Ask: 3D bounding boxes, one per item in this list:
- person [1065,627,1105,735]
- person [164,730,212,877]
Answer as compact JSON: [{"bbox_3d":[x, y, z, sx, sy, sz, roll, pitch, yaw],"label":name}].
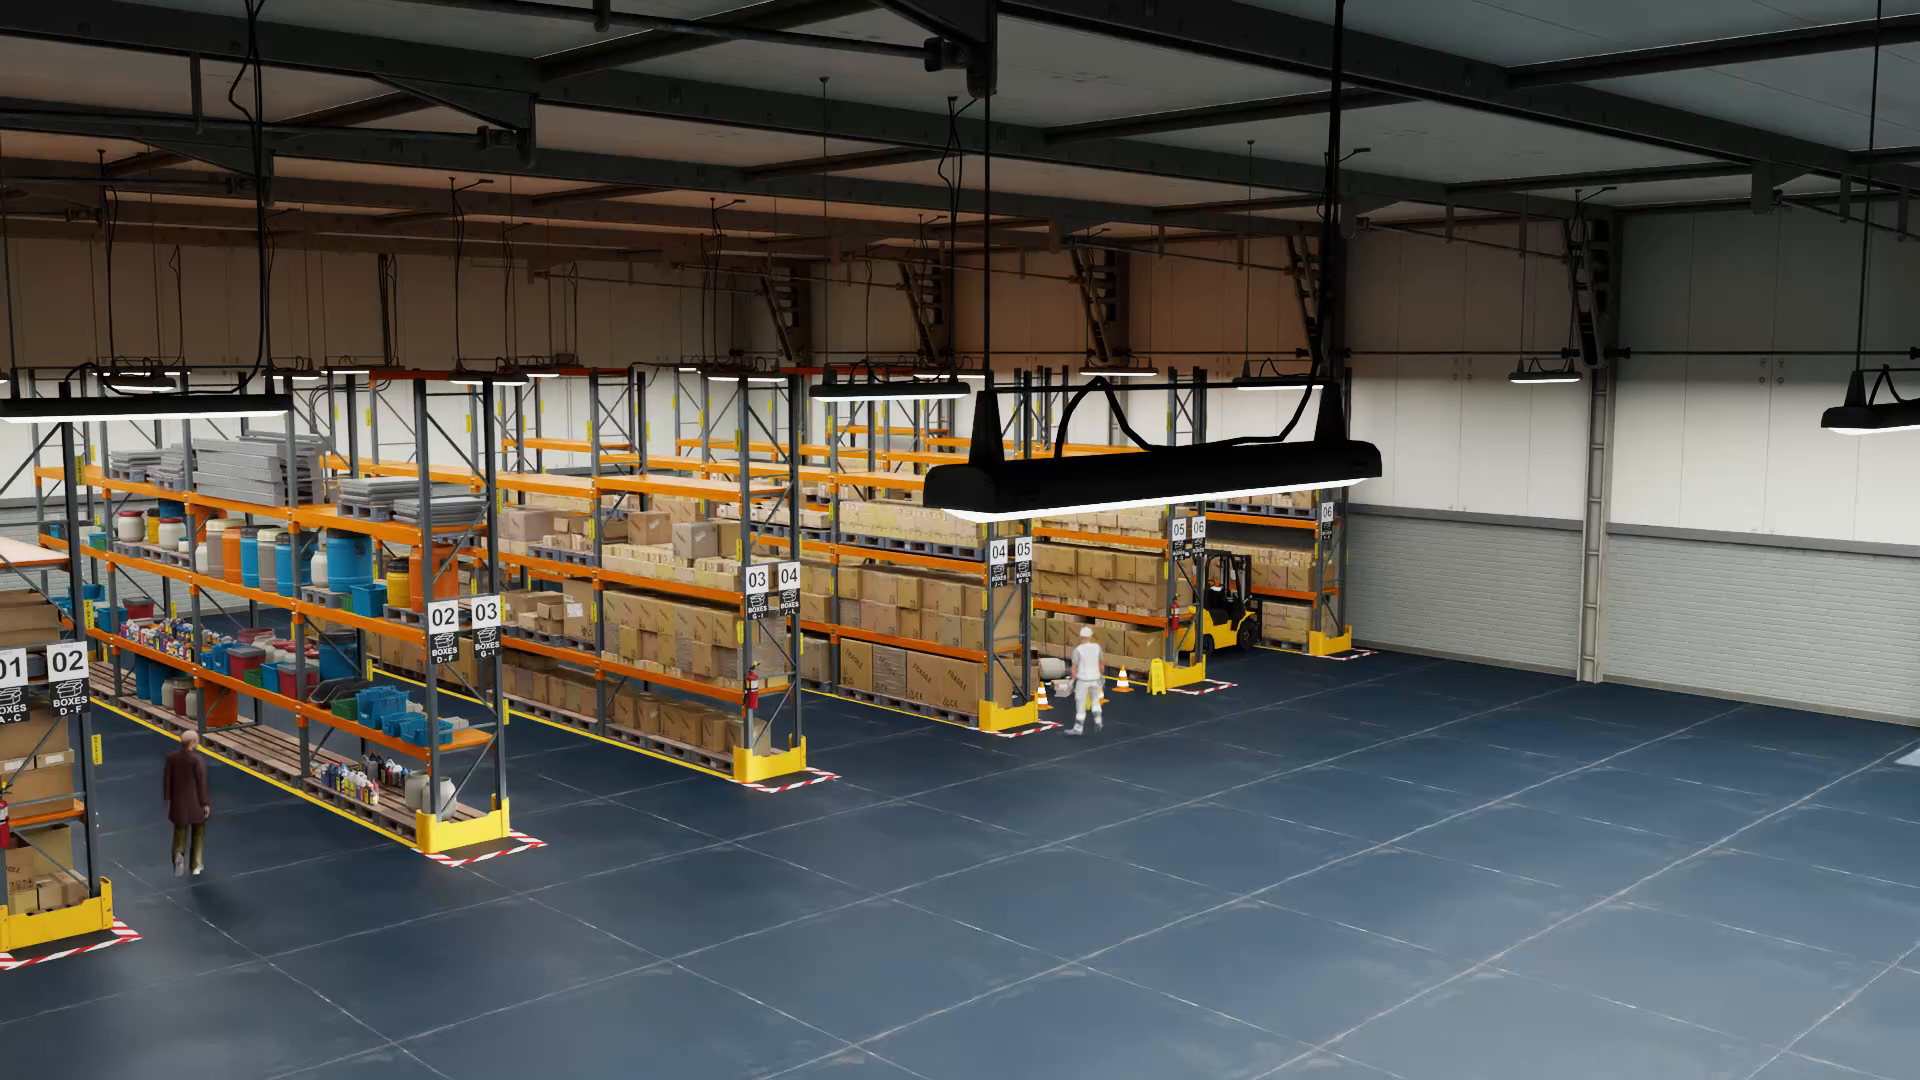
[{"bbox_3d":[2.125,2.329,27.531,0.648,1.789,0.422,-3,7,-26],"label":"person"},{"bbox_3d":[-9.320,3.178,20.034,0.552,1.770,0.678,-1,7,-11],"label":"person"}]
